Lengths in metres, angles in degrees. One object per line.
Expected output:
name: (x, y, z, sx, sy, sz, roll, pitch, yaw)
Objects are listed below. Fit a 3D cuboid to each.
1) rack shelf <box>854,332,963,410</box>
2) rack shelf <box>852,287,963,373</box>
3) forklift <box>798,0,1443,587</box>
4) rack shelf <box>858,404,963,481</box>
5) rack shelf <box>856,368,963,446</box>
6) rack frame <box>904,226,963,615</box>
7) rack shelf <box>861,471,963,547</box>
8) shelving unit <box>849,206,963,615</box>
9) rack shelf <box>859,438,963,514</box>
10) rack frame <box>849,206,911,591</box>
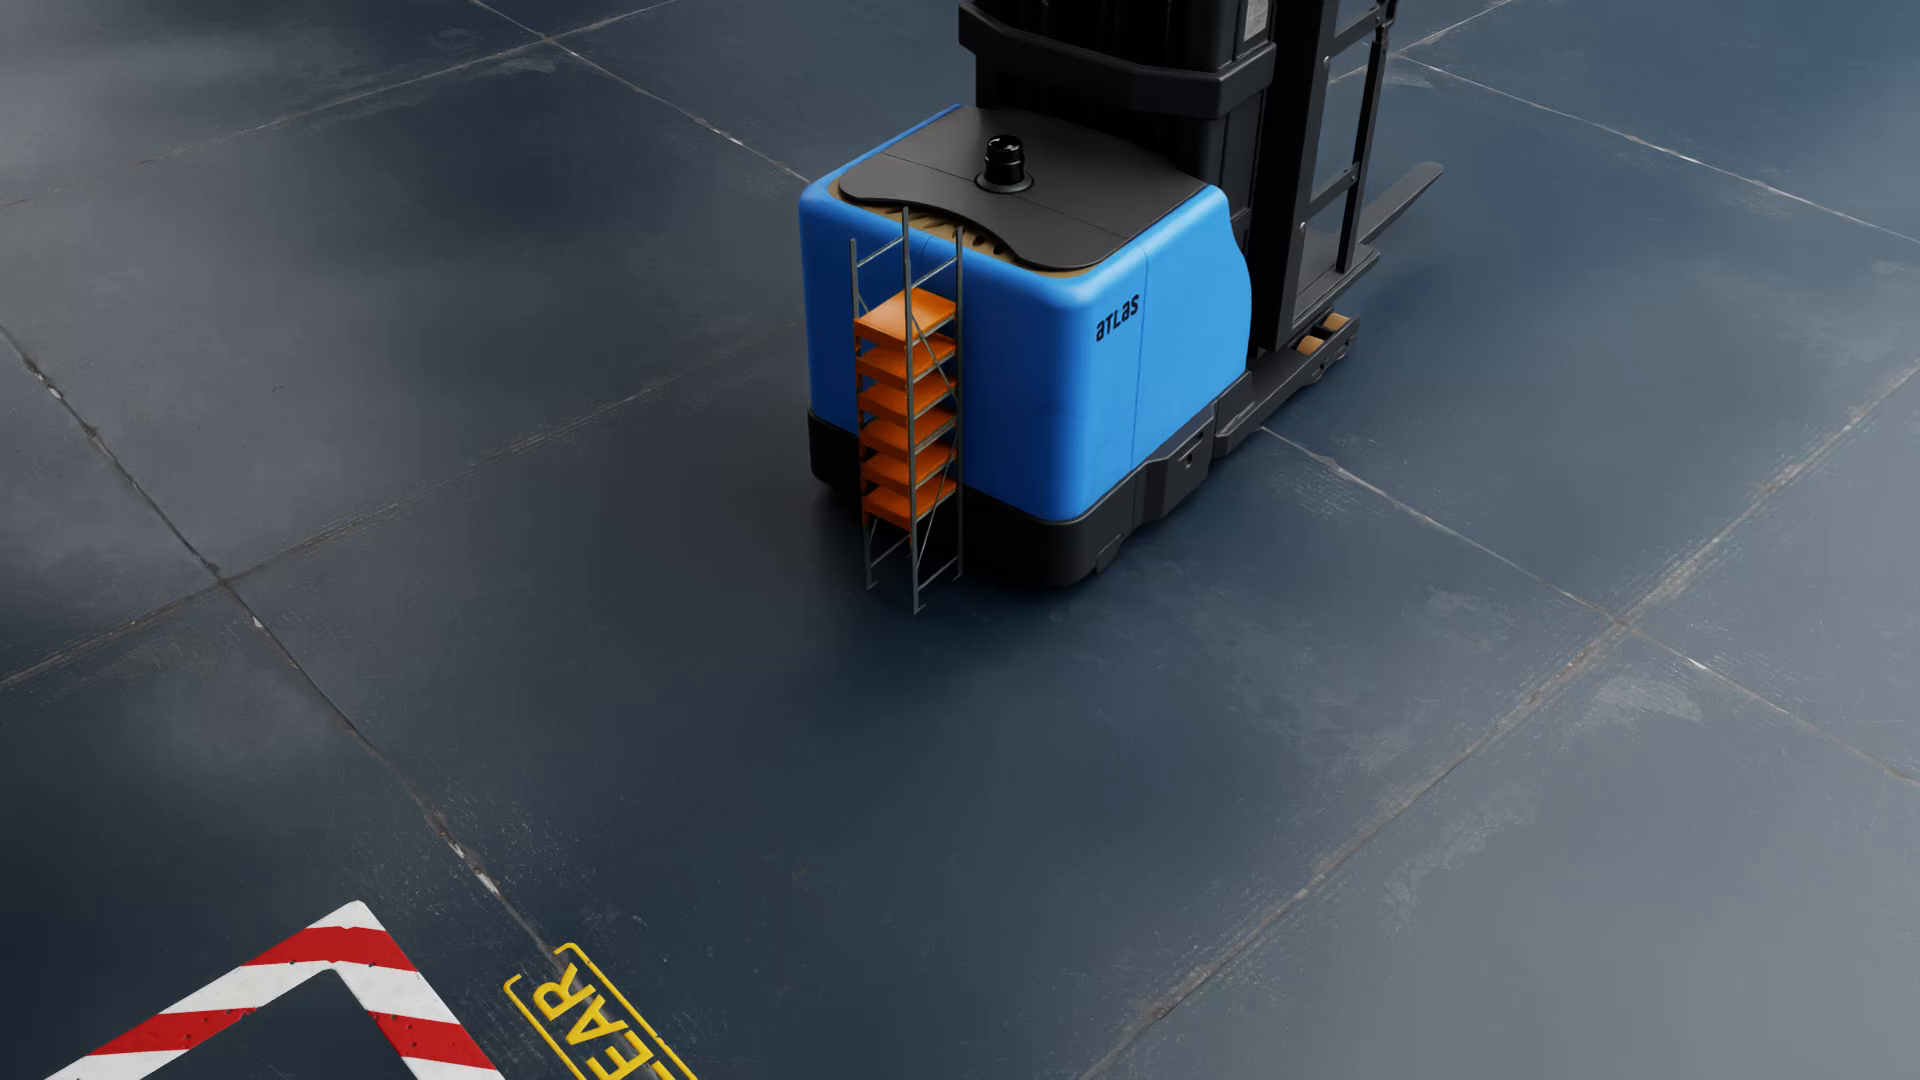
rack shelf: (-0.141, -0.489, 4.609, 0.180, 0.103, 0.258, 25, 45, 28)
rack shelf: (-0.141, -0.582, 4.534, 0.180, 0.103, 0.258, 25, 45, 28)
forklift: (0.802, -1.872, 5.256, 1.130, 2.935, 3.031, 25, 45, 28)
rack shelf: (-0.140, -0.302, 4.760, 0.180, 0.103, 0.258, 25, 45, 28)
rack shelf: (-0.140, -0.395, 4.685, 0.180, 0.103, 0.258, 25, 45, 28)
rack frame: (-0.068, -0.302, 4.689, 0.006, 1.200, 0.240, 25, 45, 28)
rack shelf: (-0.140, -0.116, 4.911, 0.180, 0.103, 0.258, 25, 45, 28)
shelving unit: (-0.140, -0.337, 4.732, 0.189, 1.200, 0.258, 25, 45, 28)
rack shelf: (-0.140, -0.209, 4.836, 0.180, 0.103, 0.258, 25, 45, 28)
rack frame: (-0.213, -0.371, 4.775, 0.006, 1.200, 0.240, 25, 45, 28)
